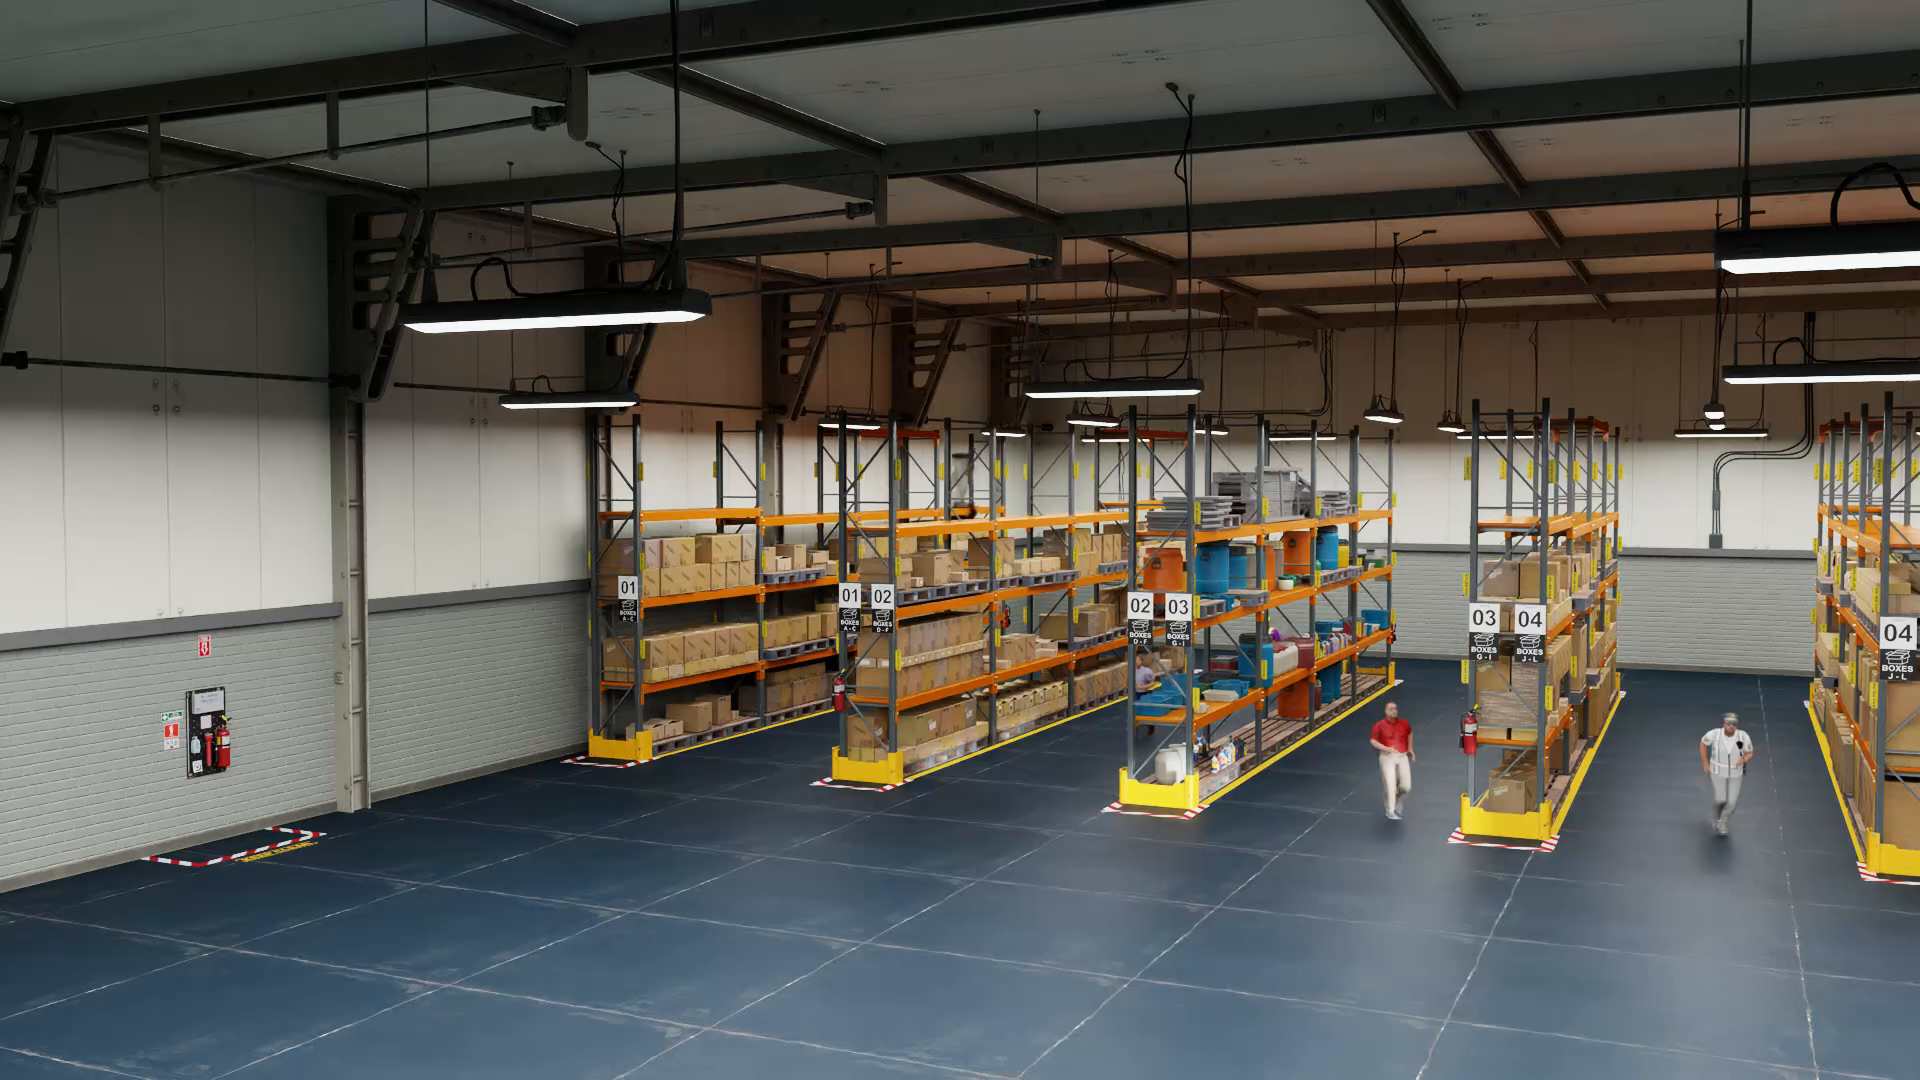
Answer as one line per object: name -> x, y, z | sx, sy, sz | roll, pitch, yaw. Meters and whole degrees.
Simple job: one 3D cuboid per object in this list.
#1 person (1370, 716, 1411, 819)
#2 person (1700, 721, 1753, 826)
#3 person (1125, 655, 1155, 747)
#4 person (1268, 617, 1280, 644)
person -> 6.224, 3.272, 23.942 | 0.649, 1.487, 0.543 | 0, 2, -3
person -> 10.512, 3.178, 22.763 | 0.628, 1.578, 0.686 | 0, 2, 12
person -> 3.347, 2.946, 30.599 | 0.561, 1.692, 1.029 | 1, 3, 25
person -> 6.875, 2.604, 37.251 | 0.661, 1.836, 0.774 | 1, 3, 31
